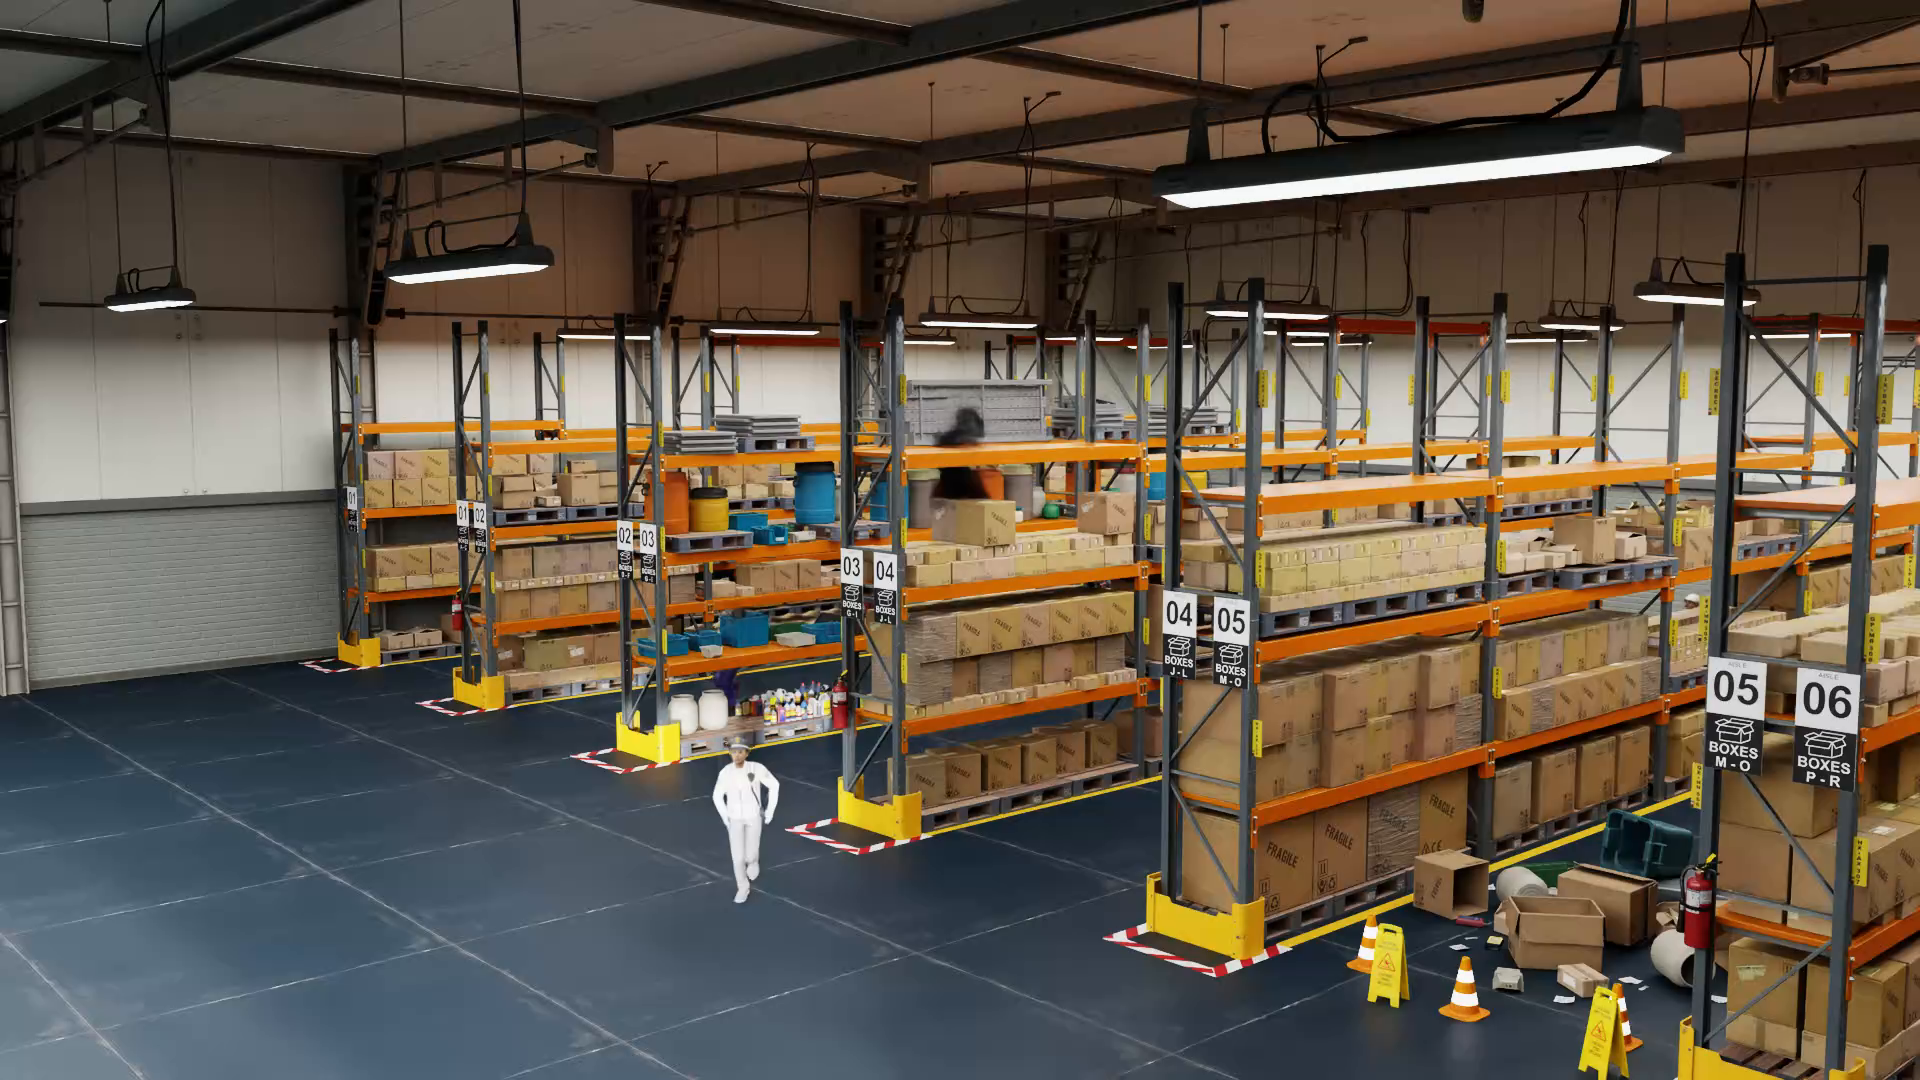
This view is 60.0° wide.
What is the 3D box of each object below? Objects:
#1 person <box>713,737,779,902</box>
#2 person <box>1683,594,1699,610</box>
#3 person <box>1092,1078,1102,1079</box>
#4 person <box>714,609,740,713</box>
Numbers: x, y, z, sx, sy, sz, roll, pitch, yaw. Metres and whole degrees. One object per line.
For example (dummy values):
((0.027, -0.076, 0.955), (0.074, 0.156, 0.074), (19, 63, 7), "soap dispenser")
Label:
((-2.115, 2.735, 16.369), (0.637, 1.659, 0.615), (0, 6, 3), "person")
((11.372, 1.735, 25.739), (0.931, 1.826, 0.694), (-4, 7, -35), "person")
((0.690, 3.506, 8.391), (0.576, 1.626, 0.893), (0, 6, 4), "person")
((-3.532, 1.845, 25.707), (0.593, 1.603, 0.585), (4, 7, 32), "person")
